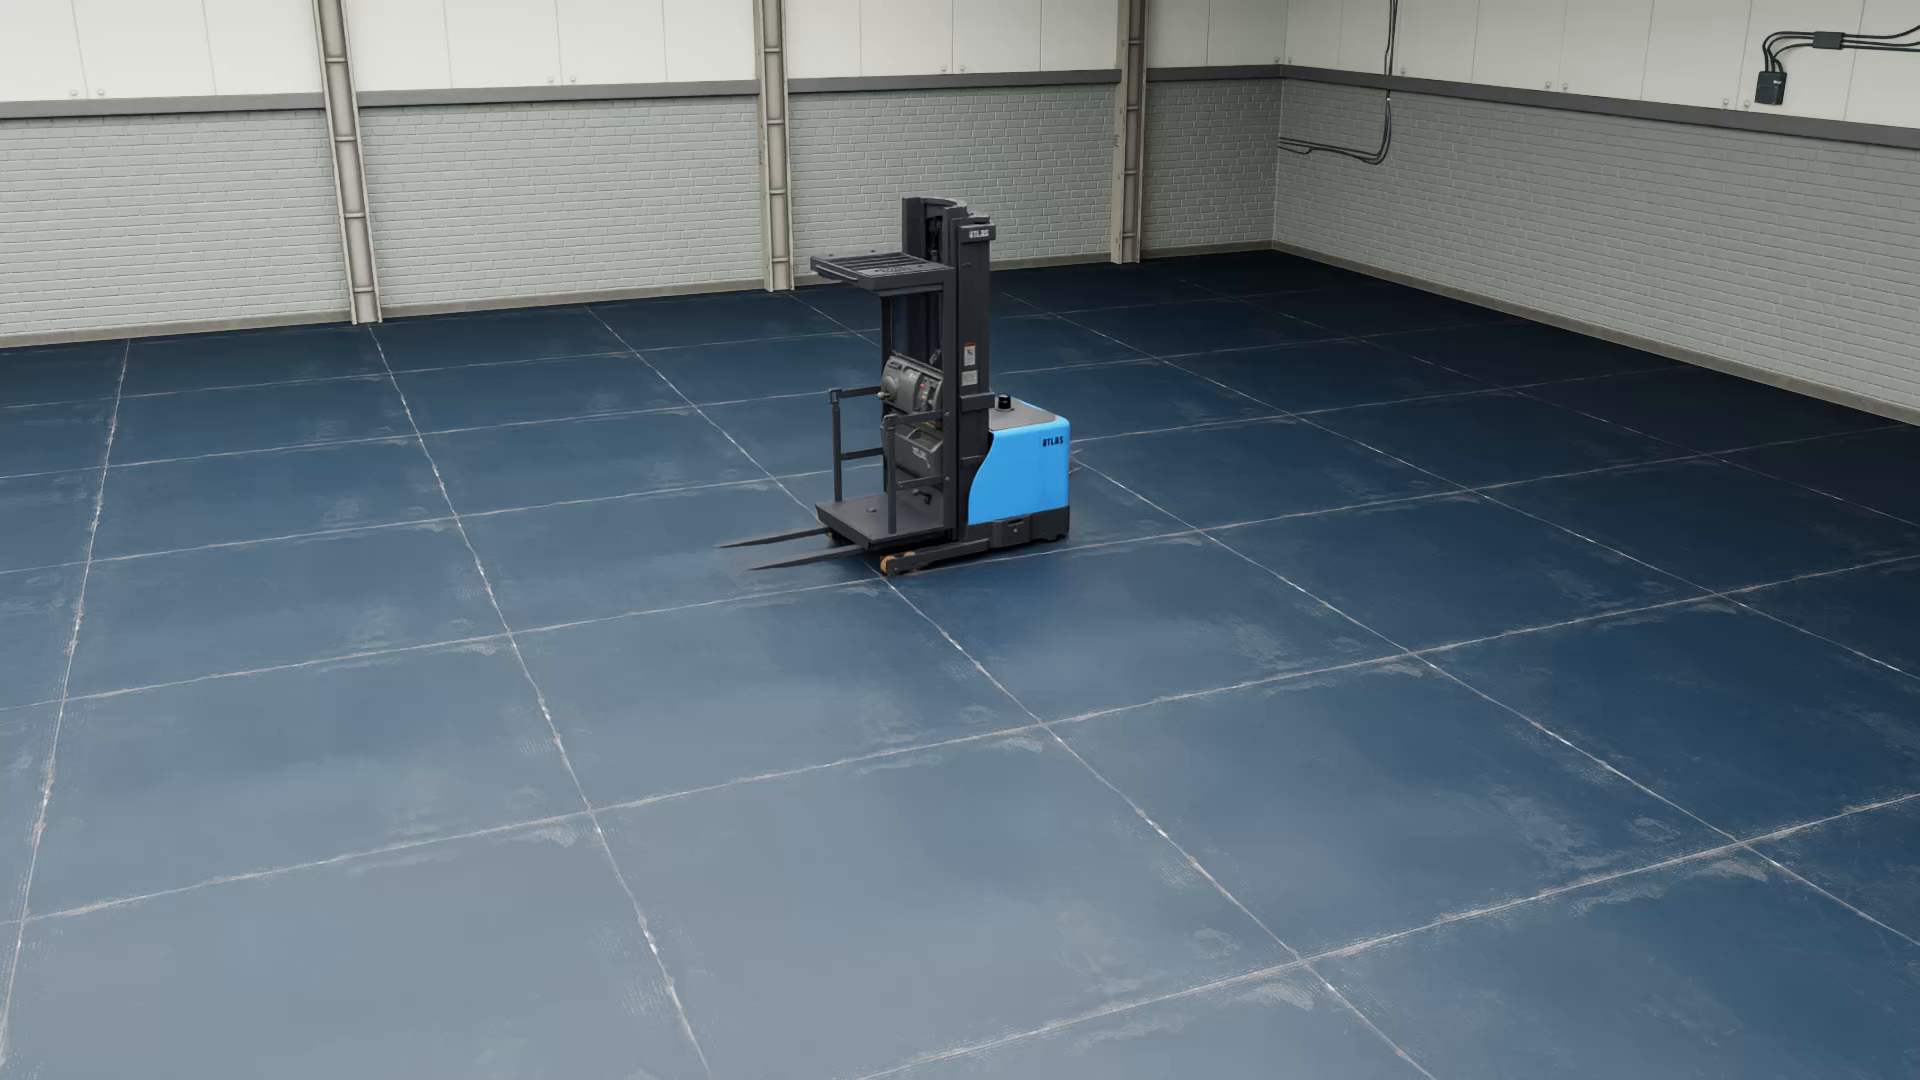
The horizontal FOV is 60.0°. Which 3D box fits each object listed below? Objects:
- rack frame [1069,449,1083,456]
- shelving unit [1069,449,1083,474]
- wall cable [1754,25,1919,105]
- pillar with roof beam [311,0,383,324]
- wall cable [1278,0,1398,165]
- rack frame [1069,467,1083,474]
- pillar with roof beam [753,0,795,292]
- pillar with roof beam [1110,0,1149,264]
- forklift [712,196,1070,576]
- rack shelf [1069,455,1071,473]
[{"bbox_3d":[0.777,-0.757,16.104,0.240,0.006,1.200,13,23,33],"label":"rack frame"},{"bbox_3d":[0.777,-0.670,16.135,0.258,0.189,1.200,13,23,33],"label":"shelving unit"},{"bbox_3d":[9.719,-7.568,17.344,0.169,6.003,2.305,-8,21,-22],"label":"wall cable"},{"bbox_3d":[-6.569,-5.985,17.970,0.400,9.000,9.100,-8,21,-22],"label":"pillar with roof beam"},{"bbox_3d":[5.973,-7.396,26.653,0.112,2.526,3.097,-8,21,-22],"label":"wall cable"},{"bbox_3d":[0.777,-0.584,16.165,0.240,0.006,1.200,13,23,33],"label":"rack frame"},{"bbox_3d":[-1.060,-6.774,20.212,0.400,9.000,9.100,-8,21,-22],"label":"pillar with roof beam"},{"bbox_3d":[4.449,-7.563,22.453,0.400,9.000,9.100,-8,21,-22],"label":"pillar with roof beam"},{"bbox_3d":[-0.575,-1.284,13.756,3.031,2.935,1.130,-11,22,-29],"label":"forklift"},{"bbox_3d":[0.959,-0.756,16.378,0.258,0.180,0.103,13,23,33],"label":"rack shelf"}]
